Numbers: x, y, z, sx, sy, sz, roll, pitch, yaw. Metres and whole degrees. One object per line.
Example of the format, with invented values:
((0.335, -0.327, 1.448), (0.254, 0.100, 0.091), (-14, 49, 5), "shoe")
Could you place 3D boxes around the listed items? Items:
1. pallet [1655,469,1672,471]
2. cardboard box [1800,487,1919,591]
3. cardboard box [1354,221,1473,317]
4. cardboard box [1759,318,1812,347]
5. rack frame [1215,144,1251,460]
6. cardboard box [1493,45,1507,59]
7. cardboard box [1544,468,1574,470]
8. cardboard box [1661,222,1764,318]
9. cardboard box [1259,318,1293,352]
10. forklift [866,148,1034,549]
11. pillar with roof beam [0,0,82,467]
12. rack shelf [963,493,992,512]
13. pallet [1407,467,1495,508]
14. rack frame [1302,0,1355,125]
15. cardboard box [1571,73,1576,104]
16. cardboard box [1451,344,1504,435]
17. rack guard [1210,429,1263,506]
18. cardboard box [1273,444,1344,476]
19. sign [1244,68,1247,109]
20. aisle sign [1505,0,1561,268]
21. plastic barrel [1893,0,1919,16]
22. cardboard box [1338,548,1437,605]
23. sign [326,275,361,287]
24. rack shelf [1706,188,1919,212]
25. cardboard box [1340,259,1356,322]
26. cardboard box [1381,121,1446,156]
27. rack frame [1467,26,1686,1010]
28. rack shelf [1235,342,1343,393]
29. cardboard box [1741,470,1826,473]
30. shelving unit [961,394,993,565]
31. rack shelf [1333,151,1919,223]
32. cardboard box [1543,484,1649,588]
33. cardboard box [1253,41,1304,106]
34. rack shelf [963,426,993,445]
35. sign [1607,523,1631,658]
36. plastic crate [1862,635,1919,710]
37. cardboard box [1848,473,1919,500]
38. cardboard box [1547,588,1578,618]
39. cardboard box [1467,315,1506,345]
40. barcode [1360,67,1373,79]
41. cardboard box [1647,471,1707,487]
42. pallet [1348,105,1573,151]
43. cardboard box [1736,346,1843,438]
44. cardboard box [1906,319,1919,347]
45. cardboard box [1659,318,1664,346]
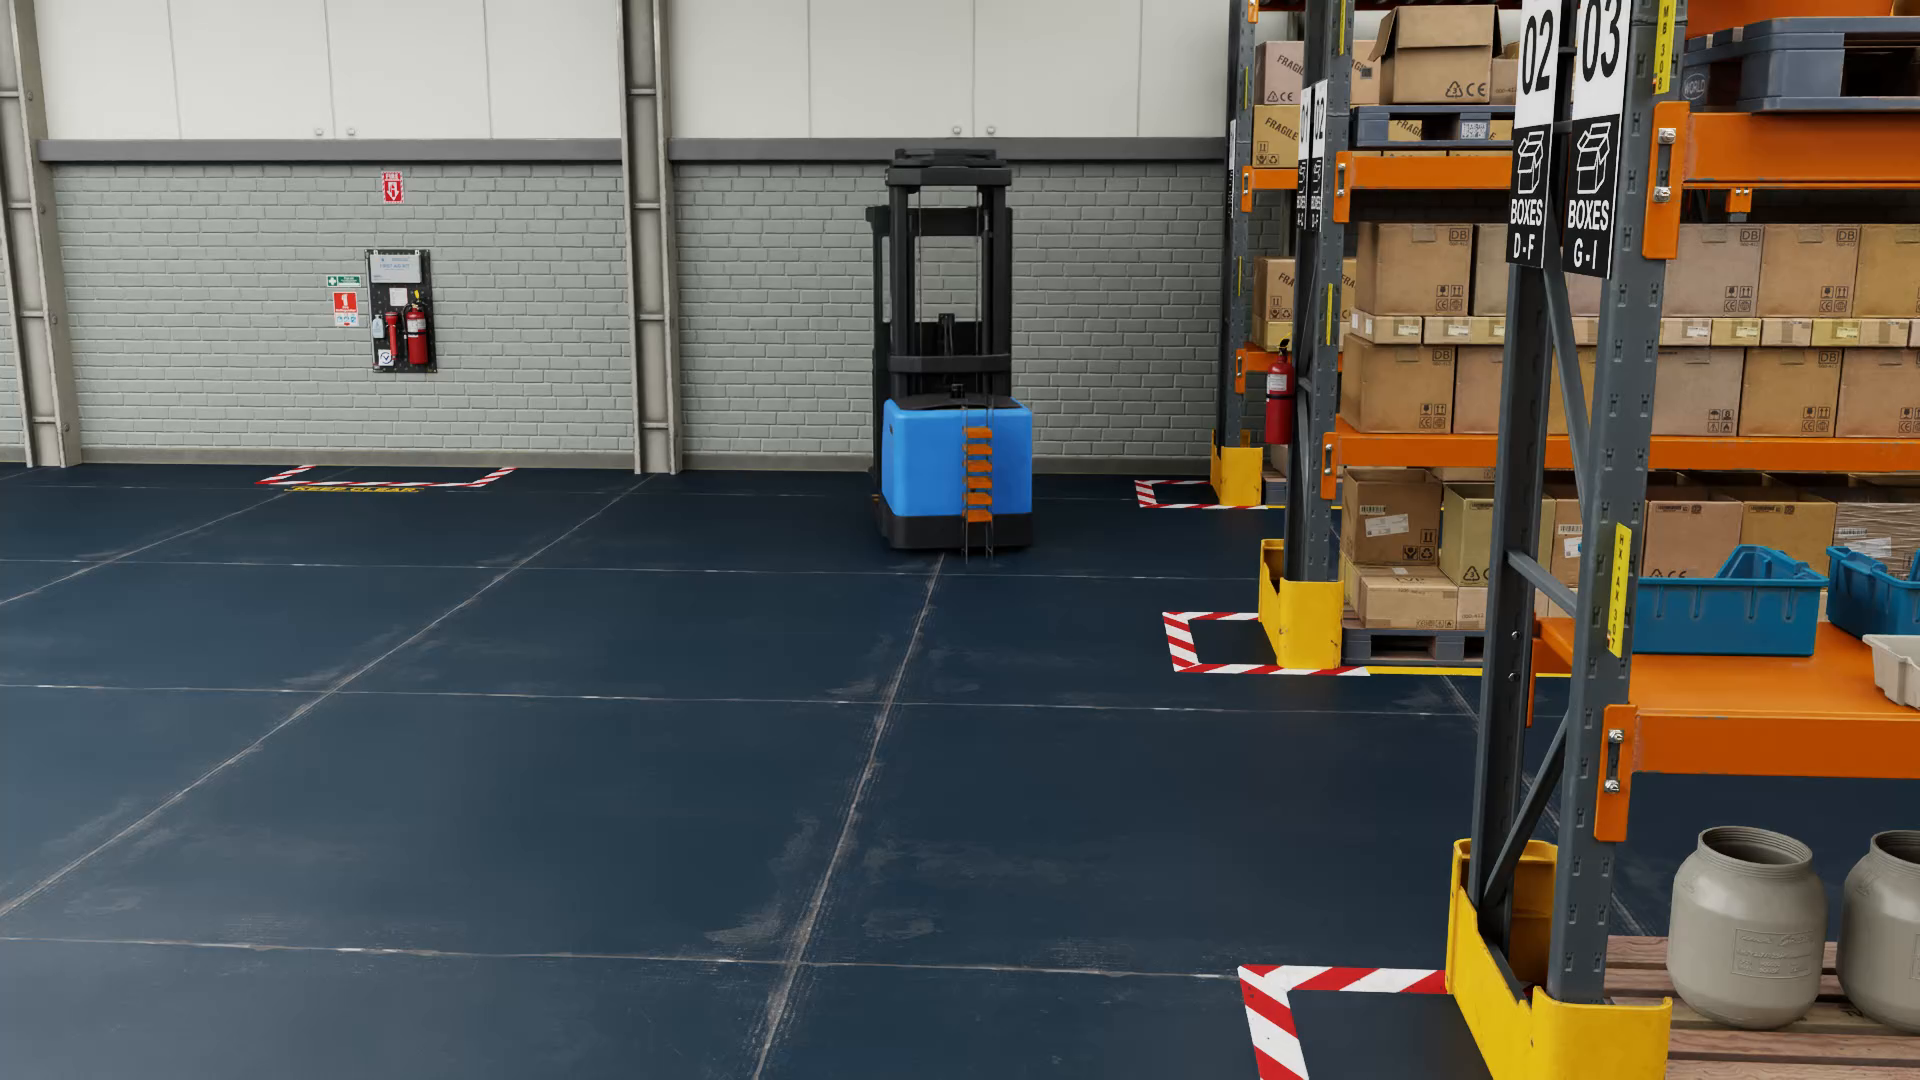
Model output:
((5.672, -0.458, 14.440), (1.213, 0.211, 1.003), (1, 12, 4), "pallet")
((5.042, -0.006, 9.329), (0.500, 0.500, 0.500), (1, 12, 4), "cardboard box")
((2.544, -1.537, 9.379), (0.500, 0.500, 0.700), (1, 12, 4), "cardboard box")
((4.465, -1.152, 9.123), (0.250, 0.149, 0.380), (1, 12, 5), "cardboard box")
((2.353, -1.875, 14.406), (0.127, 3.000, 1.000), (1, 12, 4), "rack frame")
((4.338, -3.914, 14.093), (0.500, 0.500, 0.500), (1, 12, 4), "cardboard box")
((5.306, -0.818, 14.384), (0.500, 0.500, 0.500), (0, 12, -1), "cardboard box")
((4.072, -1.518, 9.285), (0.500, 0.500, 0.700), (1, 12, 4), "cardboard box")
((2.819, -1.740, 14.078), (0.500, 0.250, 0.500), (0, 12, 2), "cardboard box")
((-0.169, -1.617, 13.339), (1.130, 2.935, 3.031), (-2, 12, -8), "forklift")
((-9.151, -4.263, 11.172), (0.400, 9.000, 9.100), (1, 12, 4), "pillar with roof beam")
((0.122, -0.274, 11.951), (0.180, 0.103, 0.258), (-2, 12, -9), "rack shelf")
((4.451, -0.474, 14.517), (1.213, 0.211, 1.003), (1, 12, 4), "pallet")
((2.026, -3.800, 8.954), (0.127, 3.000, 1.000), (1, 12, 4), "rack frame")
((3.188, -2.430, 8.980), (0.250, 0.149, 0.380), (1, 12, 4), "cardboard box")
((3.015, -0.897, 9.485), (0.500, 0.500, 0.700), (1, 12, 5), "cardboard box")
((2.429, -0.651, 14.657), (0.348, 0.500, 1.175), (1, 12, 4), "rack guard")
((3.038, -0.747, 14.503), (0.500, 0.311, 0.500), (-1, 12, -3), "cardboard box")
((2.317, -3.660, 13.480), (0.005, 0.325, 0.100), (1, 12, 4), "sign")
((1.639, -1.185, 4.760), (0.004, 0.787, 0.394), (1, 12, 4), "aisle sign")
((2.837, -1.627, 4.411), (0.600, 0.588, 0.600), (0, 12, 0), "plastic barrel")
((2.581, 0.224, 10.060), (0.500, 0.250, 0.500), (1, 12, 4), "cardboard box")
((-5.881, -2.470, 15.867), (0.331, 0.109, 0.001), (1, 12, 4), "sign")
((8.340, -2.909, 13.780), (4.000, 0.370, 1.077), (1, 12, 4), "rack shelf")
((3.302, -2.102, 13.976), (0.500, 0.500, 0.500), (1, 12, 4), "cardboard box")
((3.722, -3.326, 13.721), (0.500, 0.500, 0.500), (1, 12, 6), "cardboard box")
((1.691, 0.149, 4.731), (0.127, 3.000, 1.000), (1, 12, 4), "rack frame")
((4.349, -1.496, 14.349), (4.000, 0.370, 1.077), (1, 12, 4), "rack shelf")
((7.080, -0.806, 14.324), (0.500, 0.500, 0.700), (1, 12, 6), "cardboard box")
((0.122, -0.435, 11.917), (0.189, 1.200, 0.258), (-2, 12, -9), "shelving unit")
((4.022, -1.952, 9.204), (4.000, 0.370, 1.077), (1, 12, 4), "rack shelf")
((3.545, -0.026, 9.427), (0.500, 0.500, 0.500), (1, 12, 4), "cardboard box")
((2.722, -3.837, 13.722), (0.500, 0.500, 0.500), (0, 12, 0), "cardboard box")
((0.122, -0.744, 11.852), (0.180, 0.103, 0.258), (-2, 12, -9), "rack shelf")
((1.650, 0.126, 4.166), (0.005, 0.325, 0.100), (1, 12, 4), "sign")
((2.563, 0.356, 4.385), (0.250, 0.136, 0.298), (1, 12, 4), "plastic crate")
((5.575, -0.105, 9.804), (0.500, 0.500, 0.500), (1, 12, 4), "cardboard box")
((3.544, 0.343, 9.492), (0.500, 0.250, 0.500), (1, 12, 4), "cardboard box")
((2.916, -1.173, 9.223), (0.250, 0.149, 0.380), (1, 12, 4), "cardboard box")
((2.359, -2.710, 9.653), (0.075, 0.075, 0.001), (1, 12, 4), "barcode")
((4.079, -0.126, 9.900), (0.500, 0.500, 0.500), (1, 12, 4), "cardboard box")
((2.730, -2.273, 9.199), (1.213, 0.211, 1.003), (1, 12, 4), "pallet")
((4.547, -0.876, 9.384), (0.500, 0.500, 0.700), (1, 12, 5), "cardboard box")
((5.224, -1.142, 9.071), (0.250, 0.149, 0.380), (0, 12, 2), "cardboard box")
((3.688, -1.163, 9.173), (0.250, 0.149, 0.380), (1, 12, 3), "cardboard box")
